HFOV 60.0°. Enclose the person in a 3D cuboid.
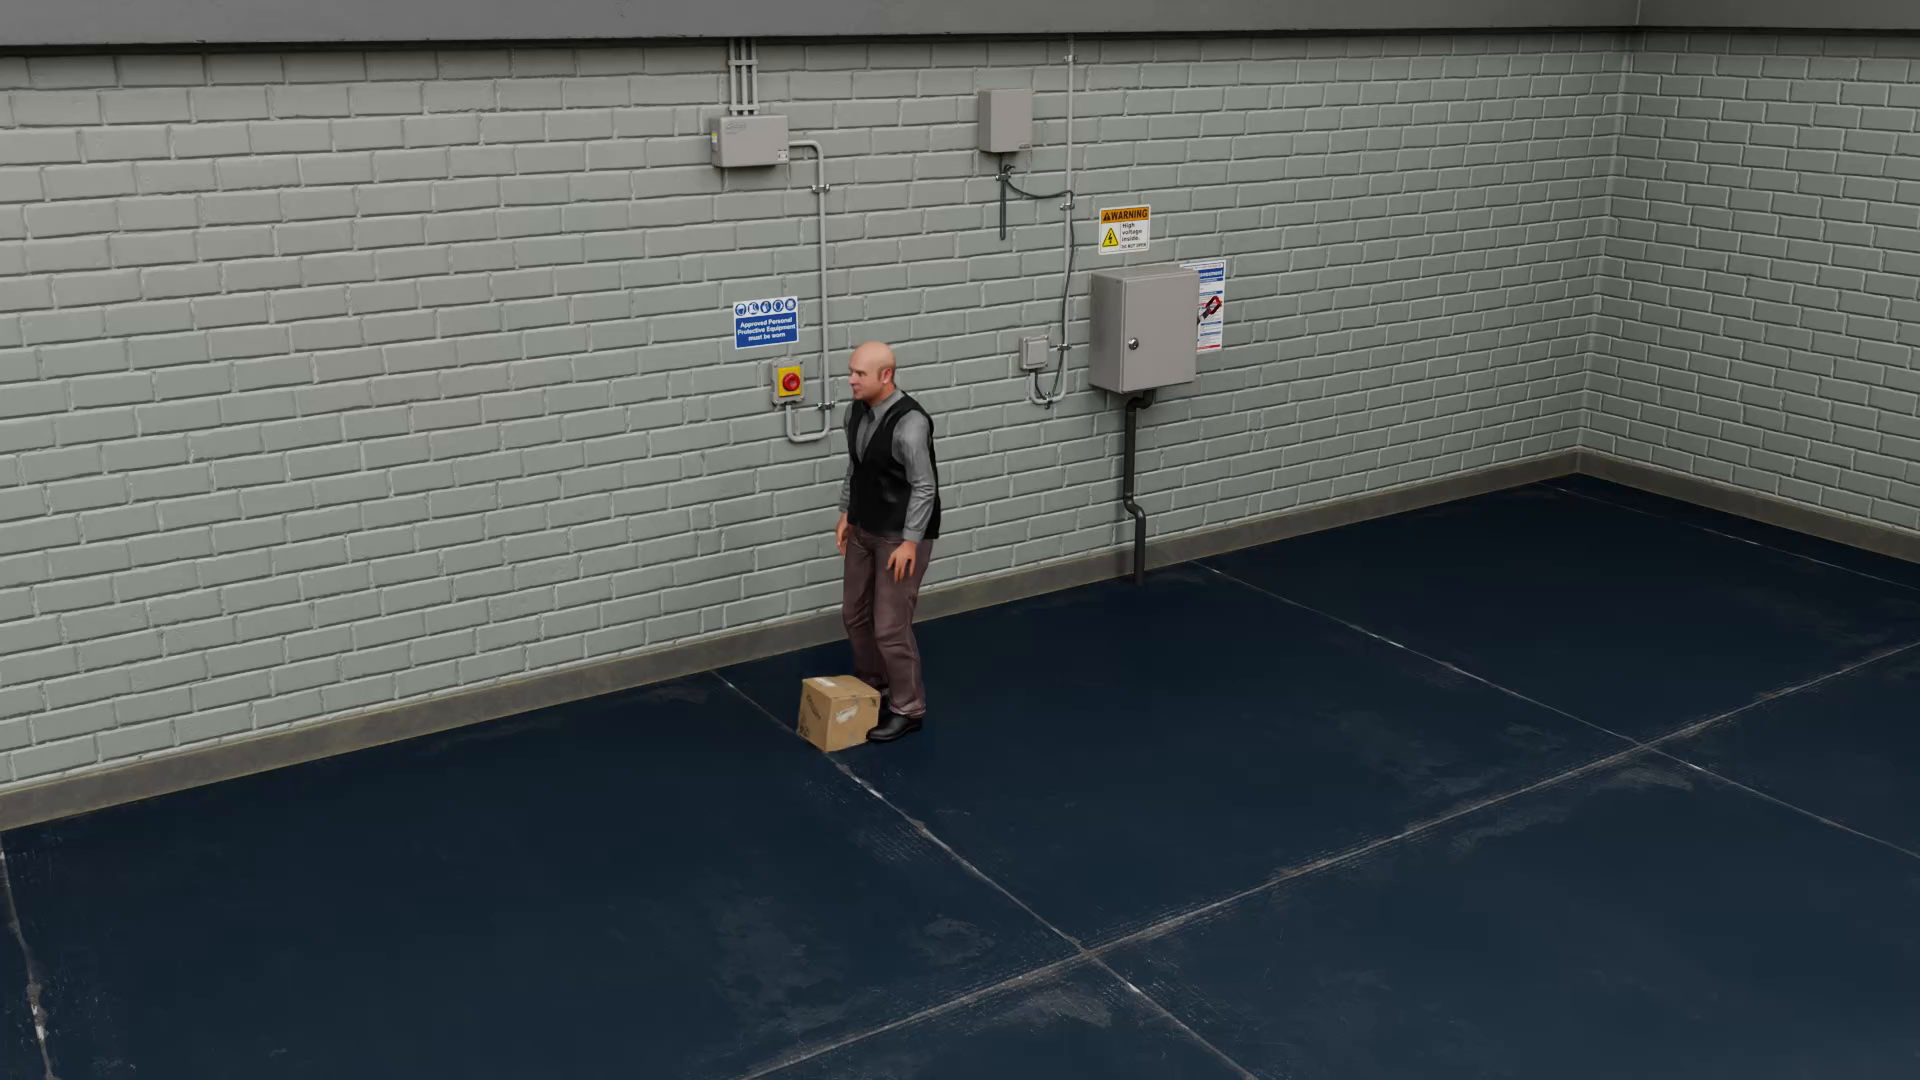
[{"bbox_3d":[-0.308,-0.013,7.133,0.420,1.721,0.570,-12,22,-33],"label":"person"}]
